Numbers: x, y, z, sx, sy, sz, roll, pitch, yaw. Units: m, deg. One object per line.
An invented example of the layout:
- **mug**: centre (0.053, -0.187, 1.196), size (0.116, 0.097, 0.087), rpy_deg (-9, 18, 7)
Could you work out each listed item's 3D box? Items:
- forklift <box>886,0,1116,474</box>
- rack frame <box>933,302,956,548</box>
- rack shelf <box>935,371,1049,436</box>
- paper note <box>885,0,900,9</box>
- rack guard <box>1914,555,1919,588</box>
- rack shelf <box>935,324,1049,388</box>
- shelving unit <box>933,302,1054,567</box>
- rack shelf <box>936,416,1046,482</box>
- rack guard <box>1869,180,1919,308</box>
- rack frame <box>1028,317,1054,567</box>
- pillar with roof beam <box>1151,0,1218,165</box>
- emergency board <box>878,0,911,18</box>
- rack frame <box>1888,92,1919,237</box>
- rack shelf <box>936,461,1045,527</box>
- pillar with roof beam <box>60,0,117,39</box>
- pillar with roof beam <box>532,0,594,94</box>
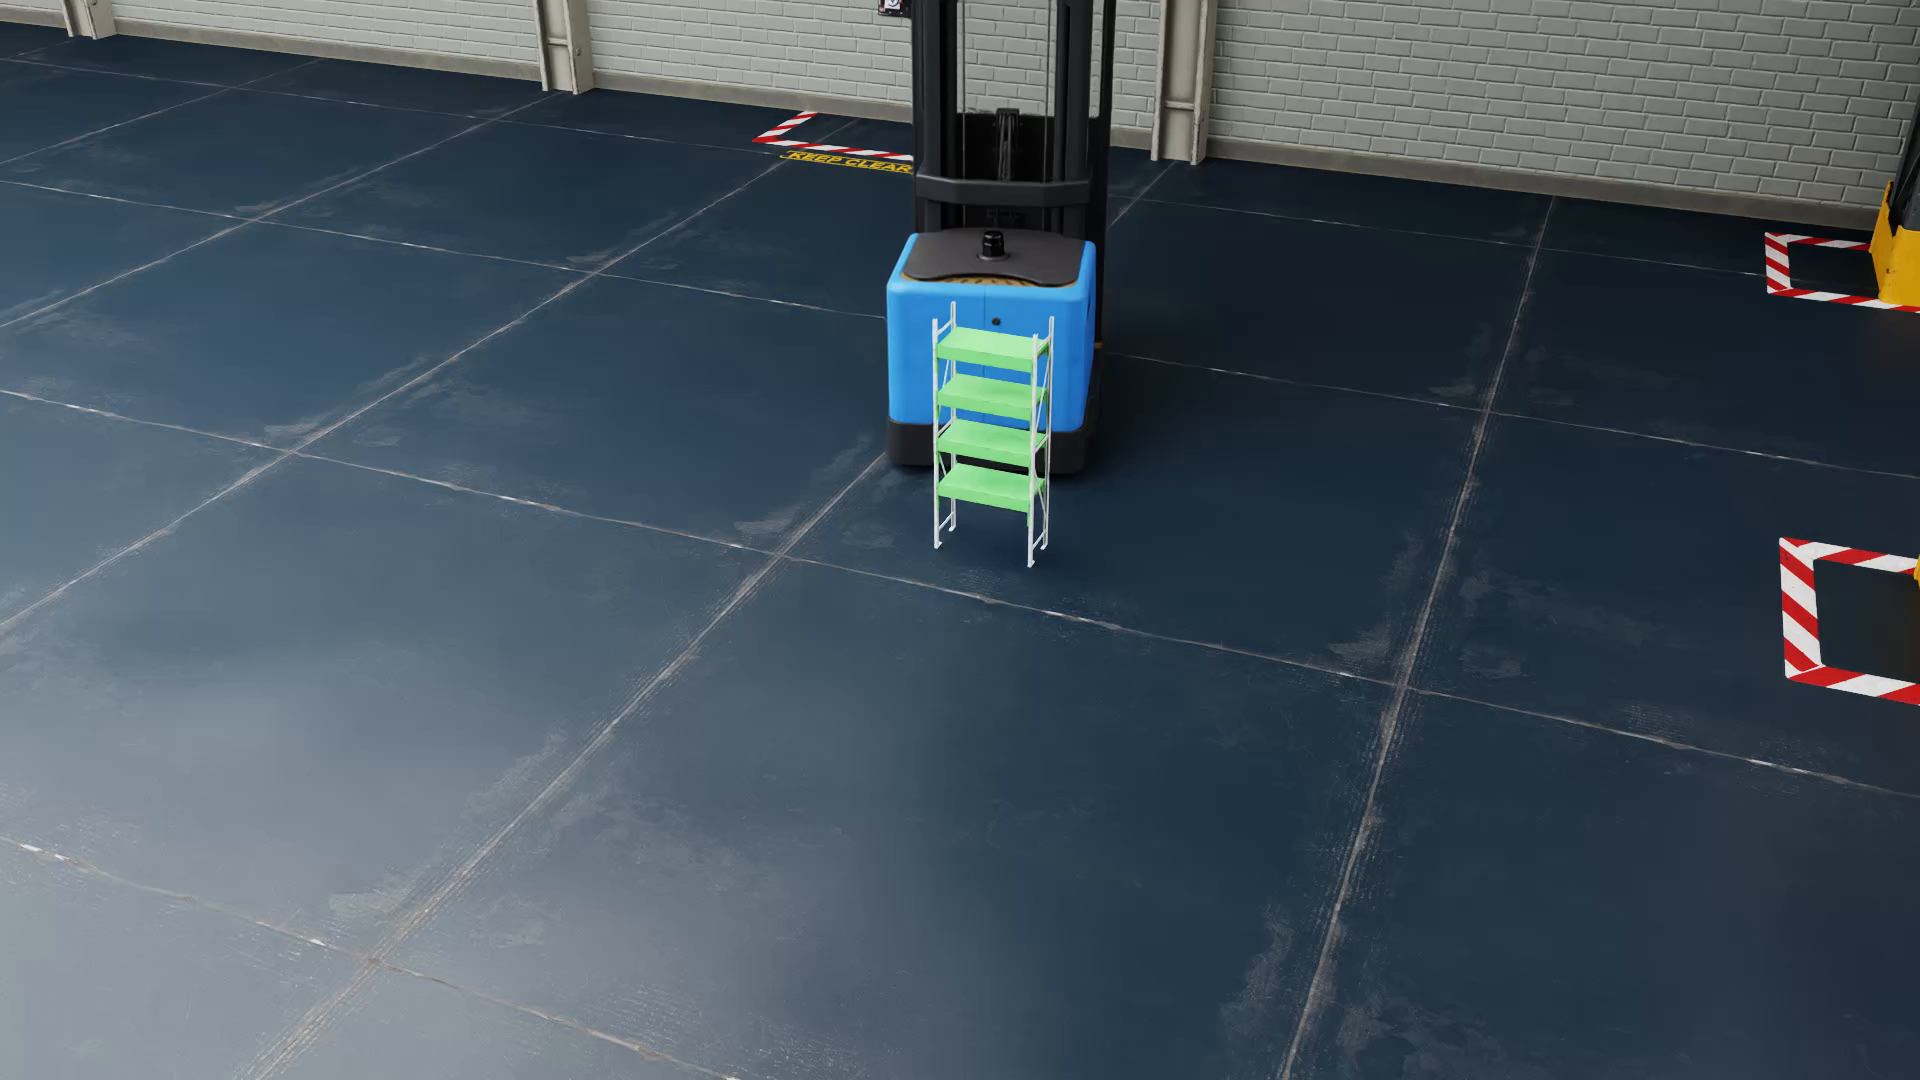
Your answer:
- **forklift**: centre (0.315, -2.325, 9.385), size (1.130, 2.935, 3.031), rpy_deg (4, 30, 6)
- **rack frame**: centre (-0.073, -0.537, 7.980), size (0.015, 1.200, 0.240), rpy_deg (11, 31, 19)
- **rack shelf**: centre (0.153, -0.645, 7.814), size (0.480, 0.148, 0.258), rpy_deg (11, 31, 19)
- **paper note**: centre (-0.585, -4.662, 14.344), size (0.142, 0.148, 0.016), rpy_deg (11, 31, 19)
- **rack guard**: centre (4.533, 0.212, 7.367), size (0.348, 0.500, 1.175), rpy_deg (11, 31, 19)
- **rack shelf**: centre (0.153, -0.854, 7.696), size (0.480, 0.148, 0.258), rpy_deg (11, 31, 19)
- **shelving unit**: centre (0.153, -0.492, 7.901), size (0.503, 1.200, 0.258), rpy_deg (11, 31, 19)
- **rack shelf**: centre (0.153, -0.436, 7.932), size (0.480, 0.148, 0.258), rpy_deg (11, 31, 19)
- **rack guard**: centre (6.485, -2.029, 11.332), size (0.348, 0.500, 1.175), rpy_deg (11, 31, 19)
- **rack frame**: centre (0.379, -0.447, 7.821), size (0.015, 1.200, 0.240), rpy_deg (11, 31, 19)
- **pillar with roof beam**: centre (0.210, -5.155, 8.225), size (0.400, 9.000, 9.100), rpy_deg (11, 31, 19)
- **emergency board**: centre (-0.447, -4.981, 14.014), size (0.643, 1.169, 0.194), rpy_deg (11, 31, 19)
- **rack frame**: centre (6.415, -3.131, 10.742), size (0.127, 3.000, 1.000), rpy_deg (11, 31, 19)
- **rack shelf**: centre (0.153, -0.227, 8.050), size (0.480, 0.148, 0.258), rpy_deg (11, 31, 19)
- **pillar with roof beam**: centre (-10.909, -7.375, 12.153), size (0.400, 9.000, 9.100), rpy_deg (11, 31, 19)
- **pillar with roof beam**: centre (-5.350, -6.265, 10.189), size (0.400, 9.000, 9.100), rpy_deg (11, 31, 19)
